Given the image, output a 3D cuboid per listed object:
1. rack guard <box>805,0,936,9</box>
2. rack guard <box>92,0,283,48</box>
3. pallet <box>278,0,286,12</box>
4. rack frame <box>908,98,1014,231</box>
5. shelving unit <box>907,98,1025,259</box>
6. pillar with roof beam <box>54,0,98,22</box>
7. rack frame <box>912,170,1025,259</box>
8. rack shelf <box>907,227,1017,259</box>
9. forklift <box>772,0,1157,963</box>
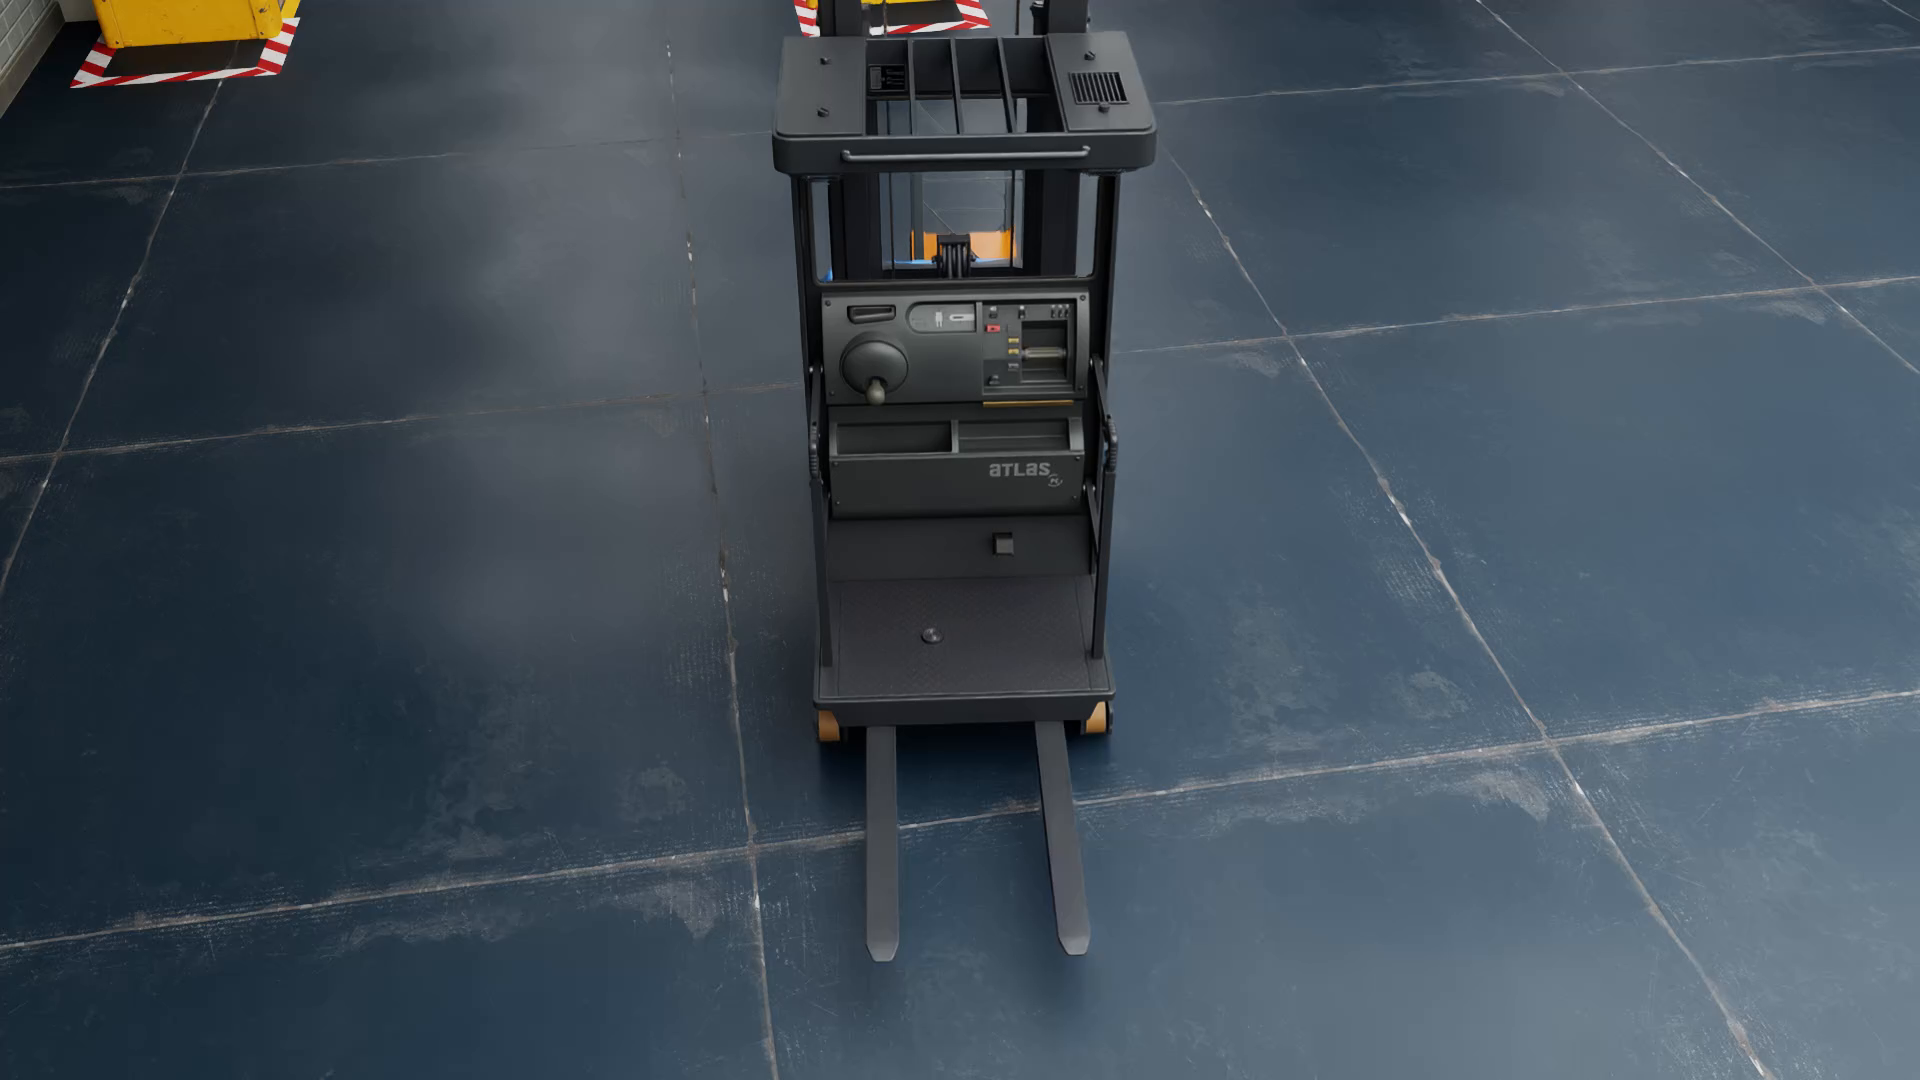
[{"bbox_3d":[-0.578,-4.292,12.368,1.175,0.500,0.348,-6,38,-8],"label":"rack guard"},{"bbox_3d":[-5.472,-3.818,11.757,1.175,0.500,0.348,-6,38,-8],"label":"rack guard"},{"bbox_3d":[-5.579,-4.198,12.482,1.003,0.211,1.213,-6,38,-8],"label":"pallet"},{"bbox_3d":[0.010,-1.610,8.100,0.500,1.500,0.032,-2,38,-2],"label":"rack frame"},{"bbox_3d":[0.031,-1.304,7.706,0.587,1.500,1.083,-2,38,-2],"label":"shelving unit"},{"bbox_3d":[-2.194,-7.921,10.111,9.100,9.000,0.400,-6,38,-8],"label":"pillar with roof beam"},{"bbox_3d":[0.053,-0.987,7.298,0.500,1.500,0.032,-2,38,-2],"label":"rack frame"},{"bbox_3d":[0.032,-1.156,7.809,0.538,0.185,1.000,-2,38,-2],"label":"rack shelf"},{"bbox_3d":[-0.003,-0.602,5.635,1.130,2.935,3.031,-2,38,-2],"label":"forklift"}]
